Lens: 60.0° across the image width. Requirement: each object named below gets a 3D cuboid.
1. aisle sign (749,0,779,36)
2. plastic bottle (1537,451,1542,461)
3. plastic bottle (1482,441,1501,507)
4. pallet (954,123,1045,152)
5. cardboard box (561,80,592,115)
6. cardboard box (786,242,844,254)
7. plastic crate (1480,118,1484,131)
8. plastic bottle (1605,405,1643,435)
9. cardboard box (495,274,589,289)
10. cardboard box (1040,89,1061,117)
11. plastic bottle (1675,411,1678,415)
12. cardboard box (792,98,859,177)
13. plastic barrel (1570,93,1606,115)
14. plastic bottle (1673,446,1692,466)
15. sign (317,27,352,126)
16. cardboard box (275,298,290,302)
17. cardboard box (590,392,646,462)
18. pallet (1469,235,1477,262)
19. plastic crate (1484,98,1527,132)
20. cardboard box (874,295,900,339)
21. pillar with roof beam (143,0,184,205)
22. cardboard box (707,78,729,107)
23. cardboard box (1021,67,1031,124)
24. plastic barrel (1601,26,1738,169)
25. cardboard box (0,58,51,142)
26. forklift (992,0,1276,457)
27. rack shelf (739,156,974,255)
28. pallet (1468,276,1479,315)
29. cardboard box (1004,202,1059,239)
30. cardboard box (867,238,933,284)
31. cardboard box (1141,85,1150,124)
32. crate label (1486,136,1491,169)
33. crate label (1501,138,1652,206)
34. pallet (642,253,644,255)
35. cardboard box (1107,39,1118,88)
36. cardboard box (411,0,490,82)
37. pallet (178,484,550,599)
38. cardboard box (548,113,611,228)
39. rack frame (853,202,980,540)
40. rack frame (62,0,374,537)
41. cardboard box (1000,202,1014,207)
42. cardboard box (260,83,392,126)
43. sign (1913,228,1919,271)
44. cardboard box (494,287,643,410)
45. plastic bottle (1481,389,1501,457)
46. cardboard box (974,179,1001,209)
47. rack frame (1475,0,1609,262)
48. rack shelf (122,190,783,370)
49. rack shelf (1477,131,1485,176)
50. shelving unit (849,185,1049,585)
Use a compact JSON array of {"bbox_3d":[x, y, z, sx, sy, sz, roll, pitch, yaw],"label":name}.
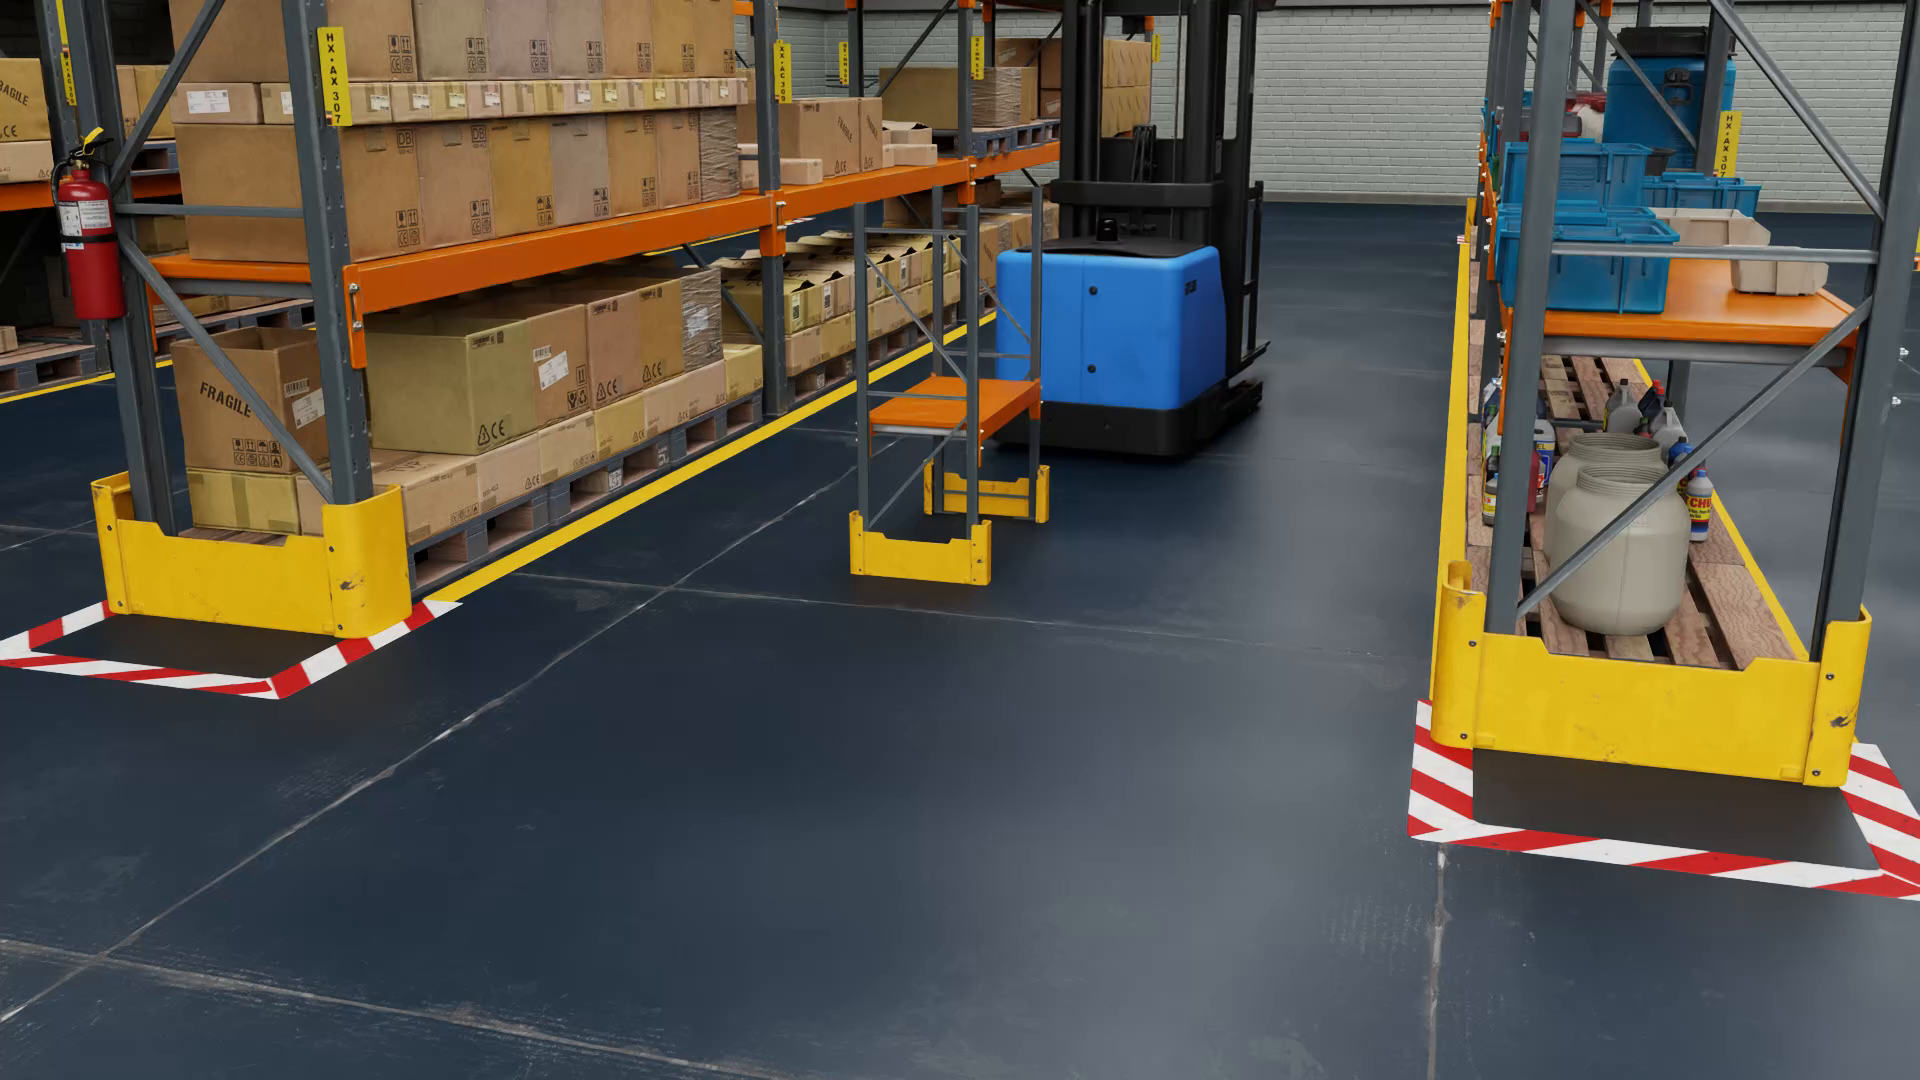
[{"bbox_3d":[-2.565,-6.991,21.715,0.394,0.787,0.004,5,16,16],"label":"aisle sign"},{"bbox_3d":[2.489,-0.316,7.268,0.097,0.201,0.097,0,16,0],"label":"plastic bottle"},{"bbox_3d":[2.278,-0.270,6.969,0.152,0.276,0.135,5,17,16],"label":"plastic bottle"},{"bbox_3d":[0.152,-3.685,15.177,1.003,0.211,1.213,5,16,16],"label":"pallet"},{"bbox_3d":[-1.914,-2.024,7.595,0.380,0.149,0.250,5,17,16],"label":"cardboard box"},{"bbox_3d":[-1.115,-2.032,12.237,0.500,0.311,0.500,4,16,14],"label":"cardboard box"},{"bbox_3d":[5.876,-4.584,18.368,0.250,0.136,0.298,5,16,16],"label":"plastic crate"},{"bbox_3d":[3.105,-0.502,7.787,0.152,0.276,0.135,5,16,16],"label":"plastic bottle"},{"bbox_3d":[-2.249,-1.103,8.617,0.500,0.500,0.500,5,16,16],"label":"cardboard box"},{"bbox_3d":[1.146,-4.475,17.427,0.500,0.500,0.500,5,17,17],"label":"cardboard box"},{"bbox_3d":[3.247,-0.455,7.607,0.061,0.283,0.133,6,17,20],"label":"plastic bottle"},{"bbox_3d":[-1.007,-2.738,11.304,0.500,0.500,0.500,5,16,16],"label":"cardboard box"},{"bbox_3d":[4.510,-2.804,11.468,0.600,0.536,0.708,5,16,16],"label":"plastic barrel"},{"bbox_3d":[3.018,-0.255,6.926,0.097,0.271,0.097,0,16,0],"label":"plastic bottle"},{"bbox_3d":[-2.139,-1.585,5.690,0.100,0.325,0.005,5,16,16],"label":"sign"},{"bbox_3d":[-5.673,-2.210,13.399,0.700,0.500,0.500,5,16,16],"label":"cardboard box"},{"bbox_3d":[-1.876,-0.570,8.111,0.500,0.250,0.500,5,16,16],"label":"cardboard box"},{"bbox_3d":[6.005,-3.104,17.885,1.003,0.211,1.213,5,16,16],"label":"pallet"},{"bbox_3d":[5.294,-4.100,16.205,0.392,0.384,0.575,5,16,16],"label":"plastic crate"},{"bbox_3d":[-0.744,-1.590,11.707,0.500,0.250,0.500,5,17,17],"label":"cardboard box"},{"bbox_3d":[-2.218,-5.931,11.748,9.100,9.000,0.400,5,16,16],"label":"pillar with roof beam"},{"bbox_3d":[-1.477,-2.430,9.027,0.380,0.149,0.250,4,16,15],"label":"cardboard box"},{"bbox_3d":[0.297,-4.098,15.327,0.700,0.500,0.500,1,16,2],"label":"cardboard box"},{"bbox_3d":[3.615,-2.156,8.513,0.600,0.901,0.708,5,16,16],"label":"plastic barrel"},{"bbox_3d":[-6.121,-2.756,10.411,0.500,0.500,0.500,5,16,16],"label":"cardboard box"},{"bbox_3d":[1.208,-2.203,9.725,1.130,2.935,3.031,6,17,22],"label":"forklift"},{"bbox_3d":[-0.965,-2.399,11.609,1.077,0.370,4.000,5,16,16],"label":"rack shelf"},{"bbox_3d":[4.884,-2.069,14.238,1.003,0.211,1.213,5,16,16],"label":"pallet"},{"bbox_3d":[0.726,-3.044,16.339,0.500,0.500,0.500,5,16,16],"label":"cardboard box"},{"bbox_3d":[-0.451,-2.125,12.565,0.500,0.311,0.500,4,16,15],"label":"cardboard box"},{"bbox_3d":[2.011,-5.271,20.233,0.500,0.500,0.500,5,17,18],"label":"cardboard box"},{"bbox_3d":[3.873,-2.722,11.734,0.303,0.233,0.416,5,16,16],"label":"crate label"},{"bbox_3d":[2.342,-1.310,6.385,0.502,0.435,0.616,5,16,16],"label":"crate label"},{"bbox_3d":[-4.157,-3.149,18.044,1.003,0.211,1.213,5,16,16],"label":"pallet"},{"bbox_3d":[1.437,-5.215,18.202,0.500,0.500,0.500,4,16,14],"label":"cardboard box"},{"bbox_3d":[-2.366,-2.121,6.748,0.700,0.500,0.500,4,16,14],"label":"cardboard box"},{"bbox_3d":[-2.493,-0.037,7.073,1.003,0.211,1.213,5,16,16],"label":"pallet"},{"bbox_3d":[-2.088,-1.750,7.818,0.700,0.500,0.500,5,17,18],"label":"cardboard box"},{"bbox_3d":[-0.169,-0.566,6.577,0.500,1.500,0.032,5,16,16],"label":"rack frame"},{"bbox_3d":[-2.670,-1.175,5.976,1.000,3.000,0.127,5,16,16],"label":"rack frame"},{"bbox_3d":[0.228,-3.076,16.451,0.500,0.500,0.500,5,17,17],"label":"cardboard box"},{"bbox_3d":[-2.352,-1.621,6.177,0.380,0.149,0.250,5,16,15],"label":"cardboard box"},{"bbox_3d":[2.604,-0.880,4.426,0.100,0.325,0.005,5,16,16],"label":"sign"},{"bbox_3d":[-1.875,-0.931,8.008,0.500,0.500,0.500,5,16,16],"label":"cardboard box"},{"bbox_3d":[2.534,-0.546,7.804,0.144,0.351,0.185,4,16,14],"label":"plastic bottle"},{"bbox_3d":[0.085,-3.315,15.922,0.500,0.250,0.500,5,16,16],"label":"cardboard box"},{"bbox_3d":[5.488,-3.930,15.687,1.000,3.000,0.127,5,16,16],"label":"rack frame"},{"bbox_3d":[-2.101,-1.353,7.919,1.077,0.370,4.000,5,16,16],"label":"rack shelf"},{"bbox_3d":[6.057,-4.107,17.630,1.077,0.370,4.000,5,16,16],"label":"rack shelf"},{"bbox_3d":[-0.022,-0.702,7.054,0.587,1.500,1.083,5,16,16],"label":"shelving unit"}]
